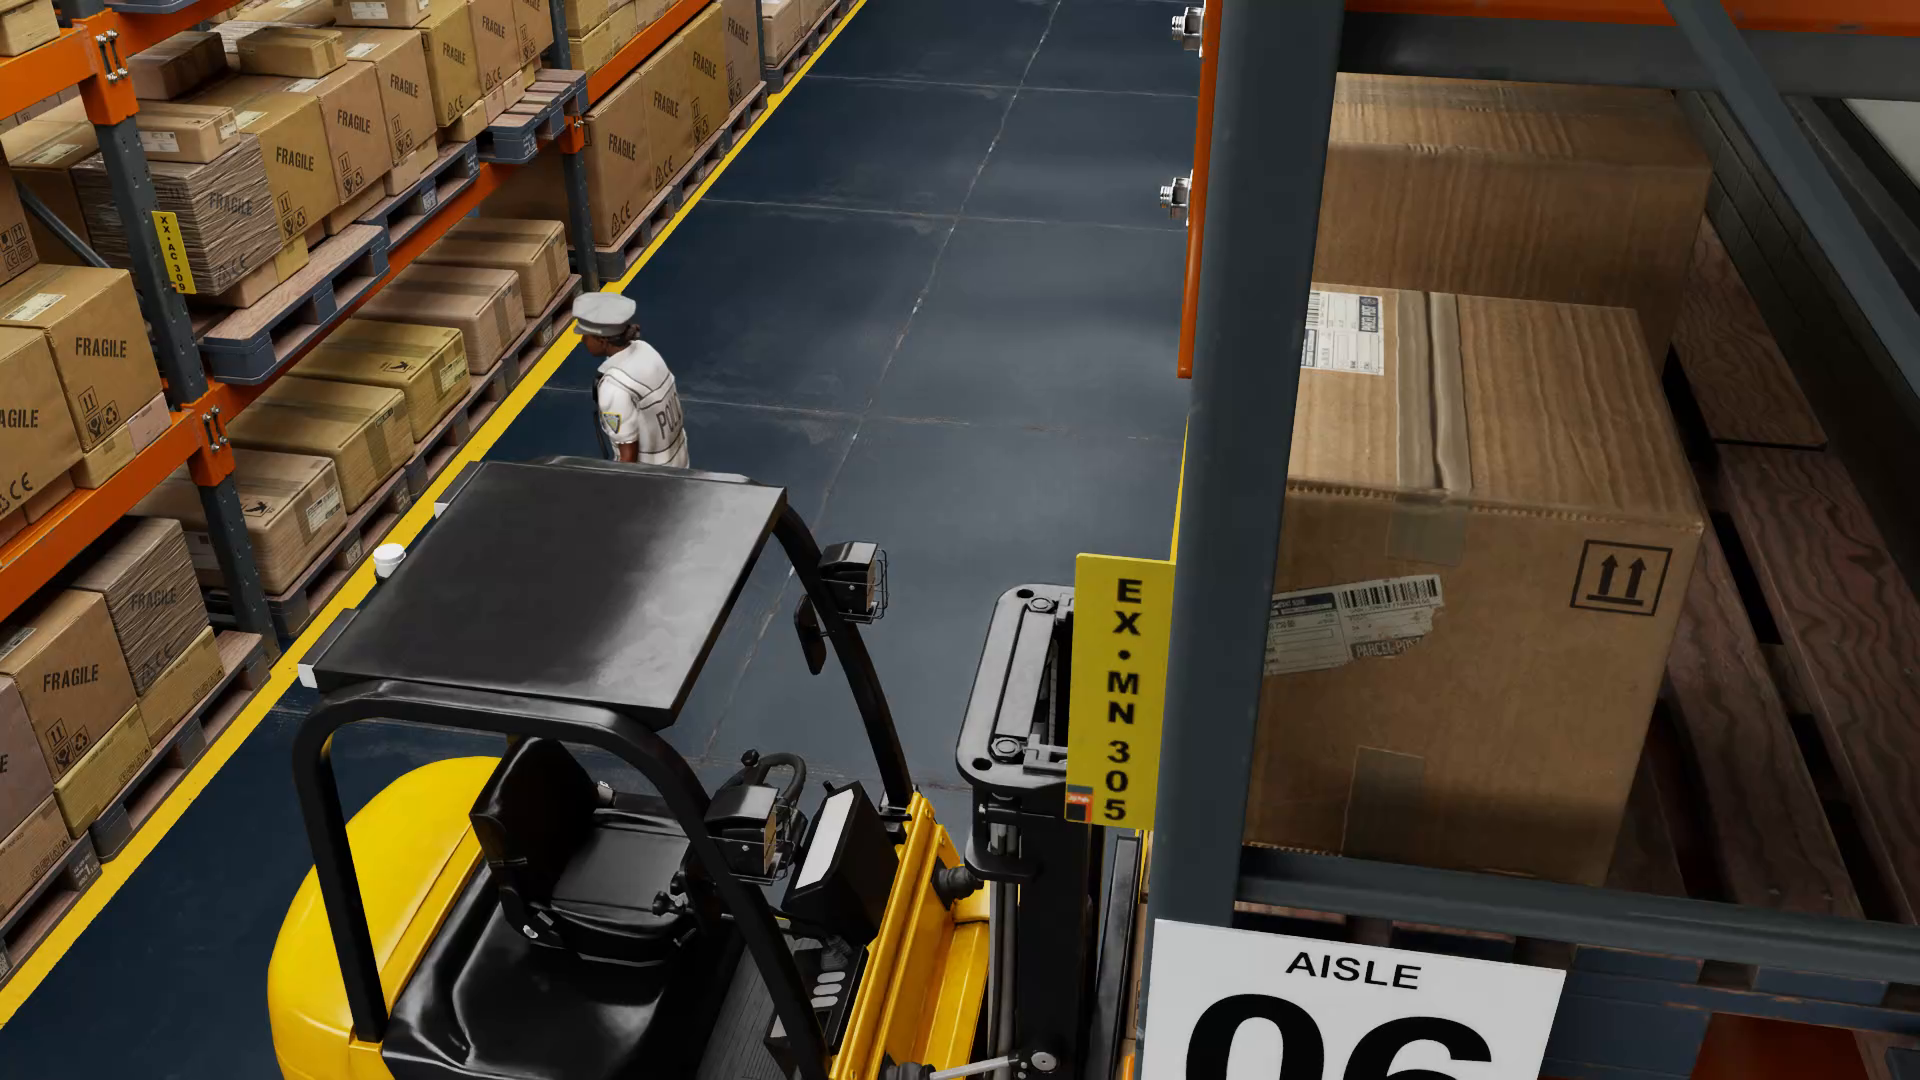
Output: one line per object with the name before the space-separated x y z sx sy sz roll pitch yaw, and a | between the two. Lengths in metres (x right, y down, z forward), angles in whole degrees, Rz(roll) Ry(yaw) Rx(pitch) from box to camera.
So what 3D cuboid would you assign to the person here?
person | -1.350 -0.260 7.045 0.394 1.659 0.504 5 33 8
